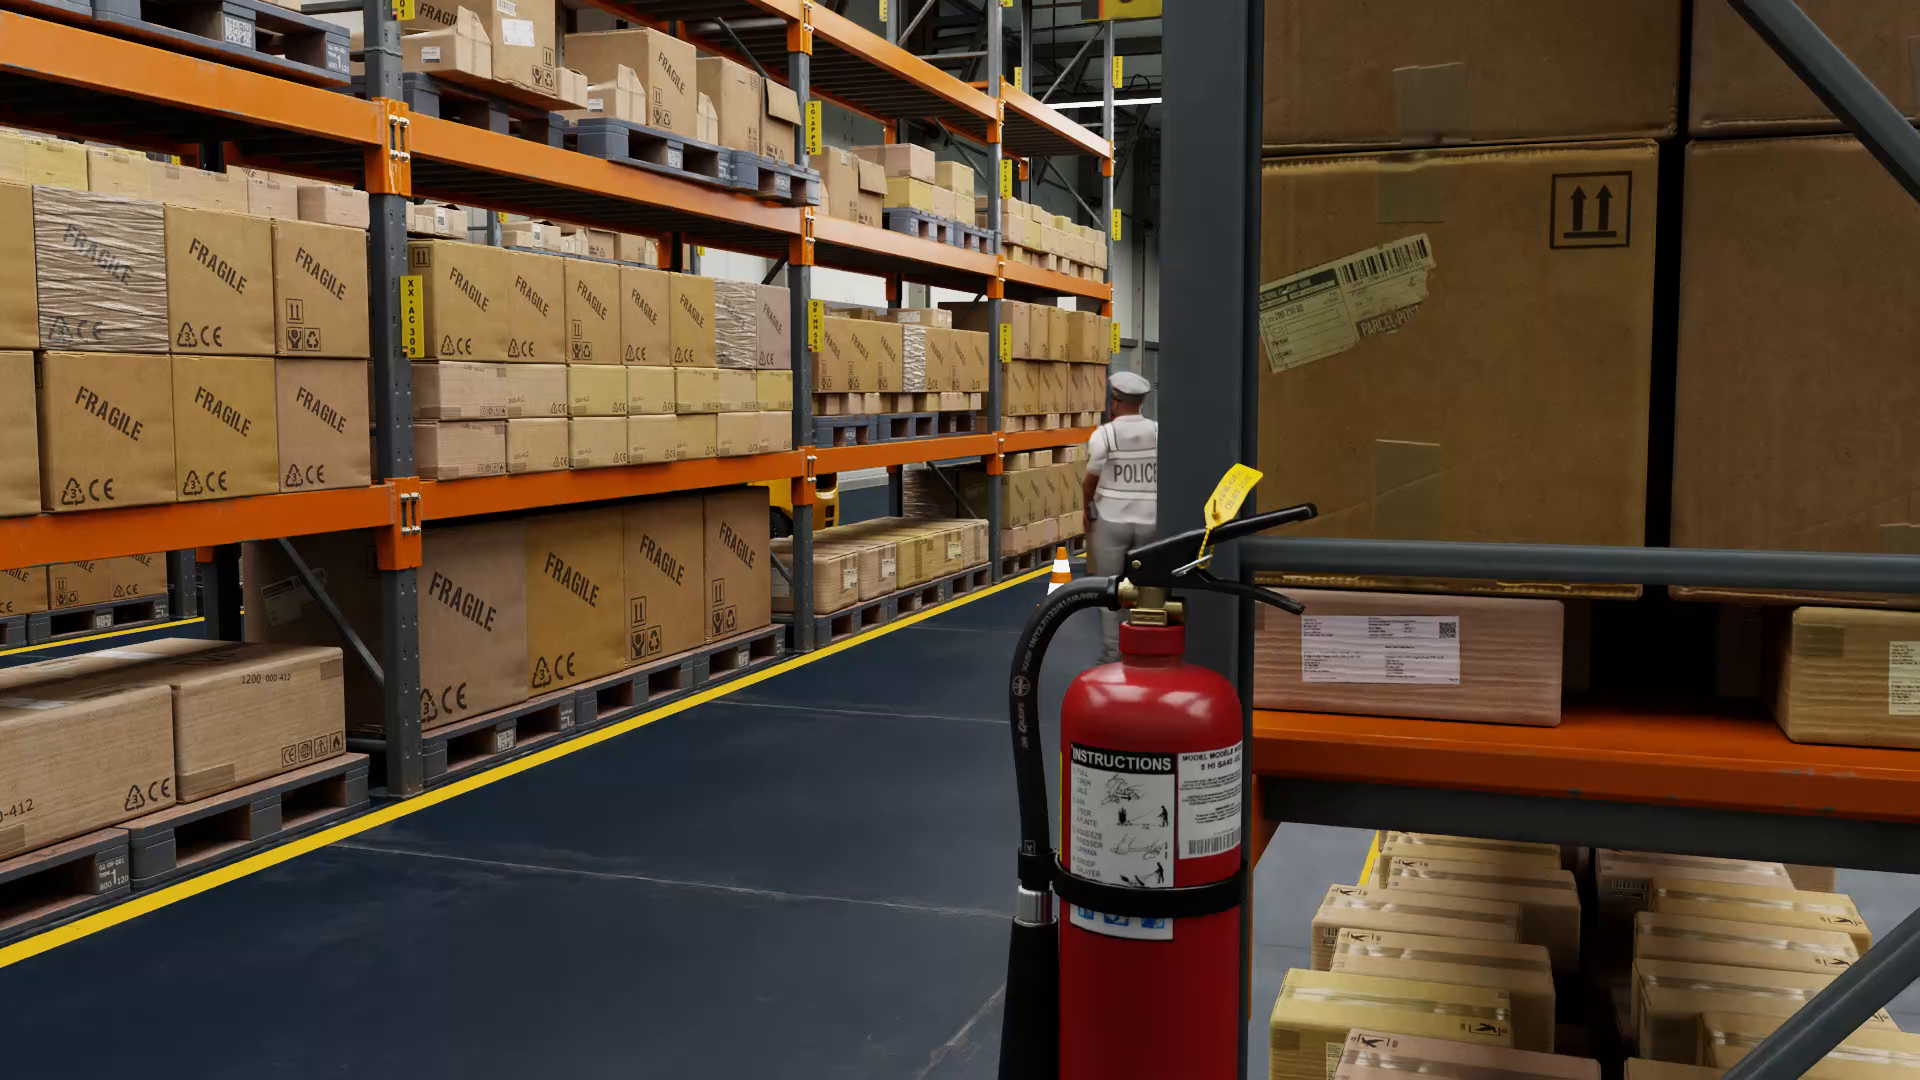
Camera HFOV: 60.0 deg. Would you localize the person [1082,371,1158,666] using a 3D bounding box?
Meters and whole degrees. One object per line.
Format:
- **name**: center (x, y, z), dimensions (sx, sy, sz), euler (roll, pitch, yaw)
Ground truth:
- **person**: center (1.000, -0.117, 10.011), dimensions (0.587, 1.790, 0.508), euler (-2, 5, -19)
